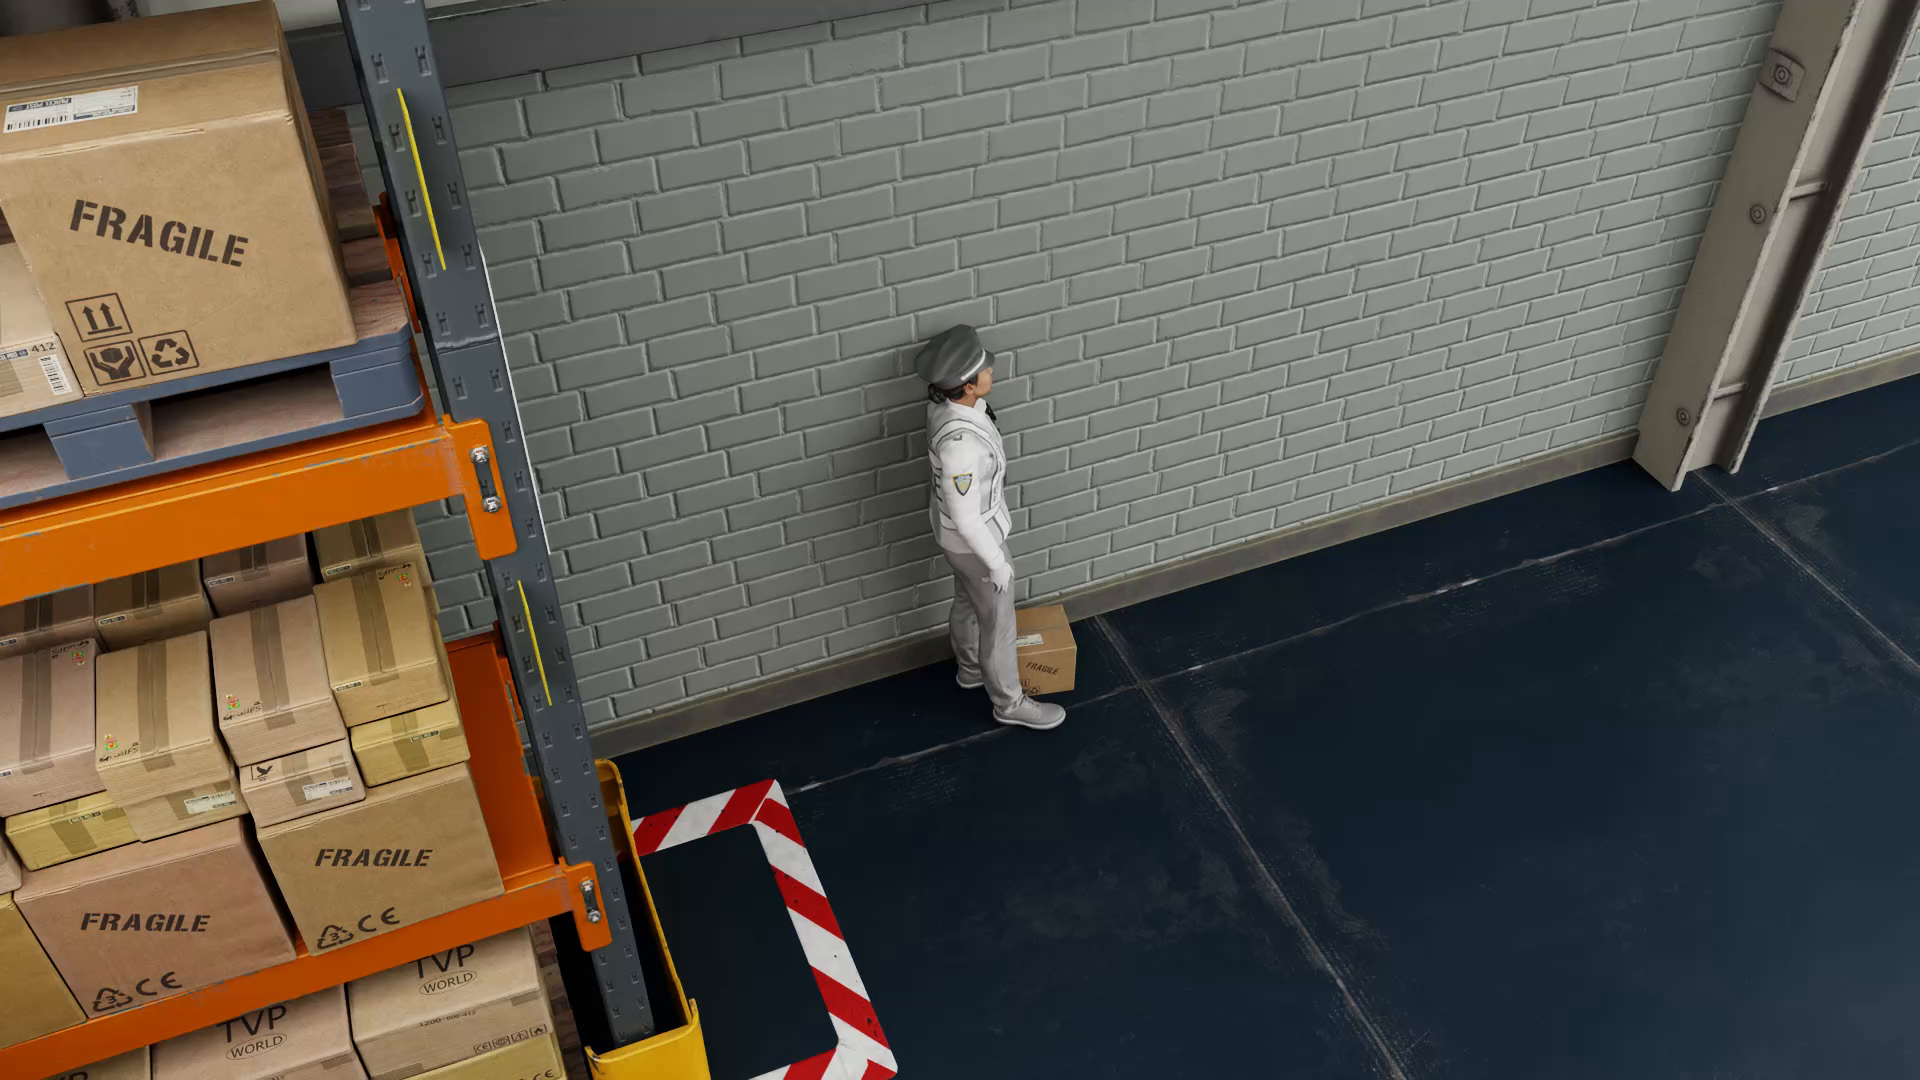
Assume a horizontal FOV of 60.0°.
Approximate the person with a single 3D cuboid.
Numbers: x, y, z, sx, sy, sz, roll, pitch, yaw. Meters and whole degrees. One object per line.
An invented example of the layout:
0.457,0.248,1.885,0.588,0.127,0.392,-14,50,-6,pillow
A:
0.117,-0.052,6.179,0.530,1.694,0.586,-6,42,-7,person
